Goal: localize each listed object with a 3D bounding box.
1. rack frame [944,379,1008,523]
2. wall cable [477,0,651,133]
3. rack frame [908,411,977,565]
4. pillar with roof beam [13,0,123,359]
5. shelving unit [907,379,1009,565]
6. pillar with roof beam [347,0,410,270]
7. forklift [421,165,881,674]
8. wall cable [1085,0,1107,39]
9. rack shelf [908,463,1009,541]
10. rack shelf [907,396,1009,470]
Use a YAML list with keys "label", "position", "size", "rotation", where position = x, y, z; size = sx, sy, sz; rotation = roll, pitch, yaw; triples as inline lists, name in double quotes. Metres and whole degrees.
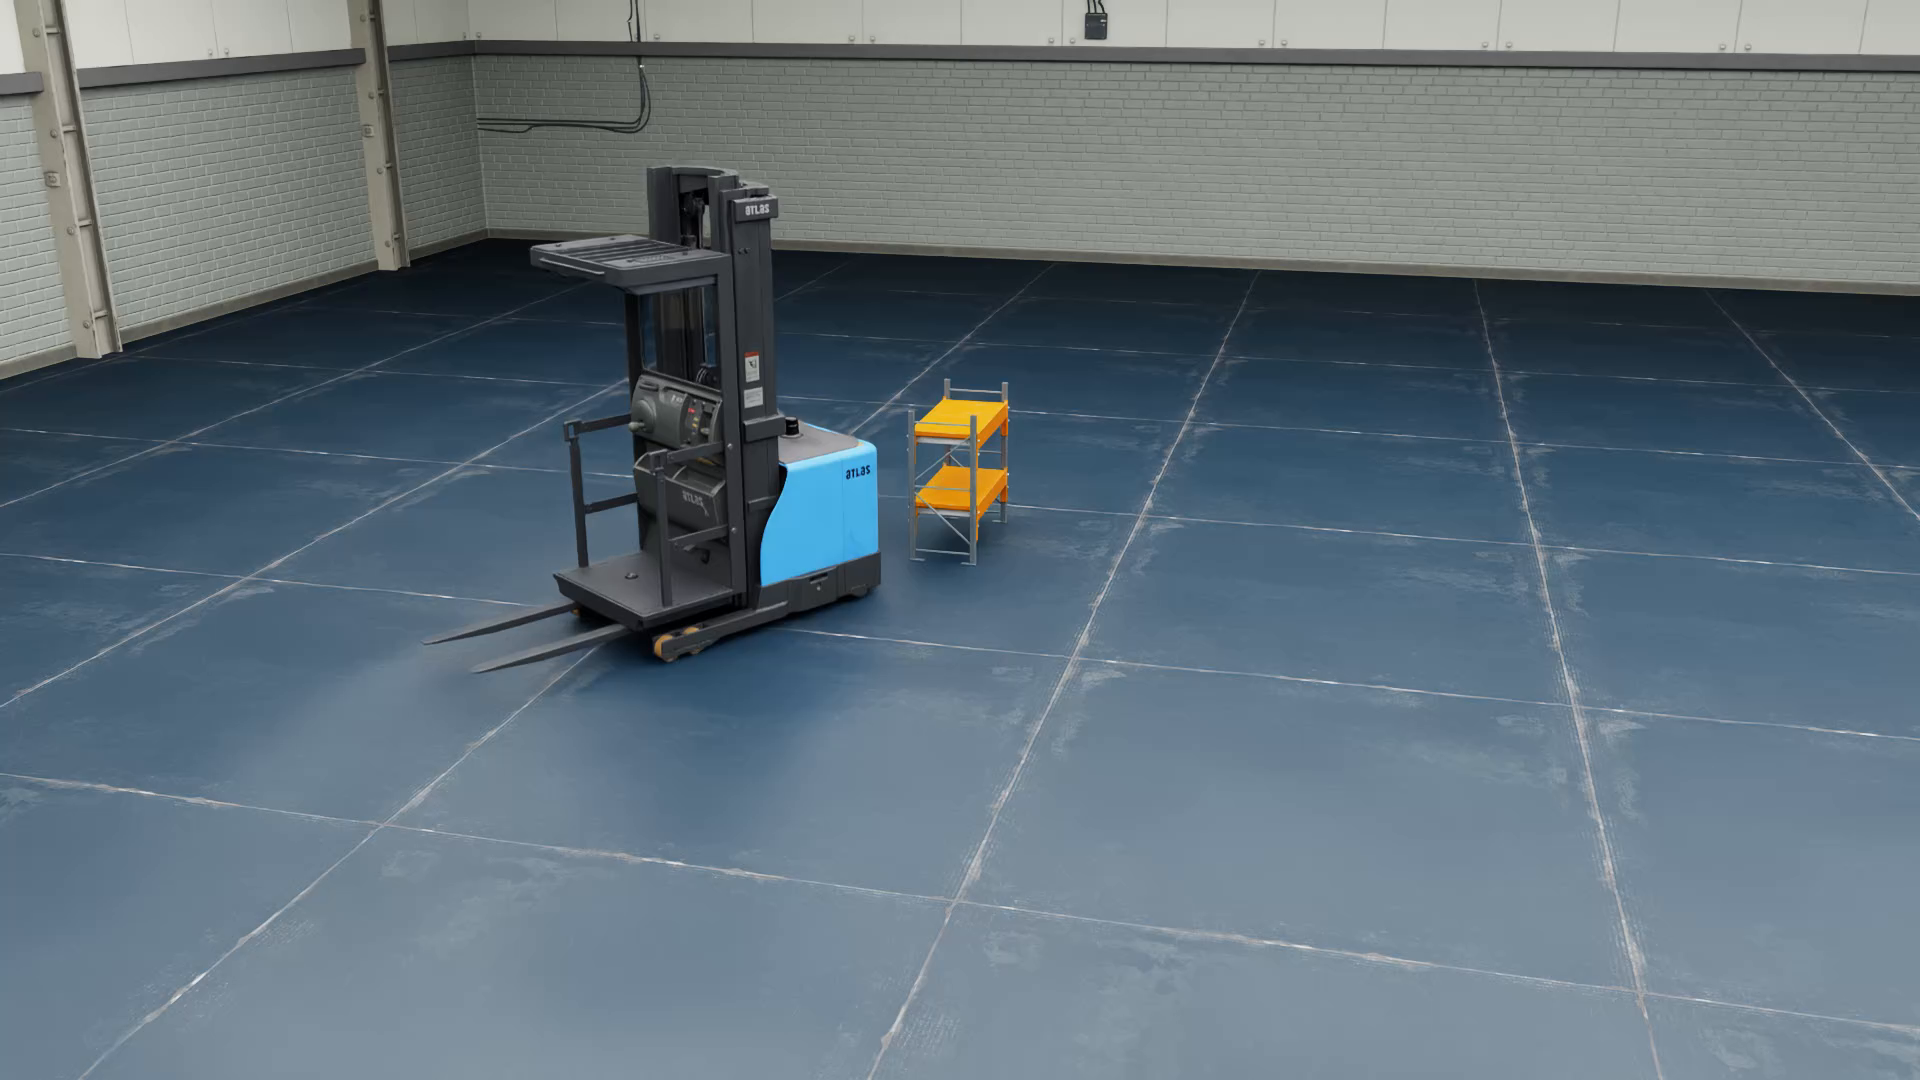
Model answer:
- label: "rack frame"
  position: [0.123, -0.690, 12.966]
  size: [0.500, 1.125, 0.032]
  rotation: [5, 19, 13]
- label: "wall cable"
  position: [-6.296, -7.598, 25.814]
  size: [3.097, 2.526, 0.112]
  rotation: [5, 19, 13]
- label: "rack frame"
  position: [-0.126, -0.371, 12.033]
  size: [0.500, 1.125, 0.032]
  rotation: [5, 19, 13]
- label: "pillar with roof beam"
  position: [-5.589, -6.028, 16.413]
  size: [9.100, 9.000, 0.400]
  rotation: [5, 19, 13]
- label: "shelving unit"
  position: [-0.002, -0.530, 12.500]
  size: [0.538, 1.125, 1.048]
  rotation: [5, 19, 13]
- label: "pillar with roof beam"
  position: [-4.123, -7.908, 21.919]
  size: [9.100, 9.000, 0.400]
  rotation: [5, 19, 13]
- label: "forklift"
  position: [-1.971, -0.812, 10.529]
  size: [3.031, 2.935, 1.130]
  rotation: [-17, 25, -40]
- label: "wall cable"
  position: [2.906, -9.922, 22.552]
  size: [2.305, 6.003, 0.169]
  rotation: [5, 19, 13]
- label: "rack shelf"
  position: [-0.002, -0.299, 12.579]
  size: [0.538, 0.278, 1.000]
  rotation: [5, 19, 13]
- label: "rack shelf"
  position: [-0.002, -0.807, 12.405]
  size: [0.538, 0.278, 1.000]
  rotation: [5, 19, 13]
